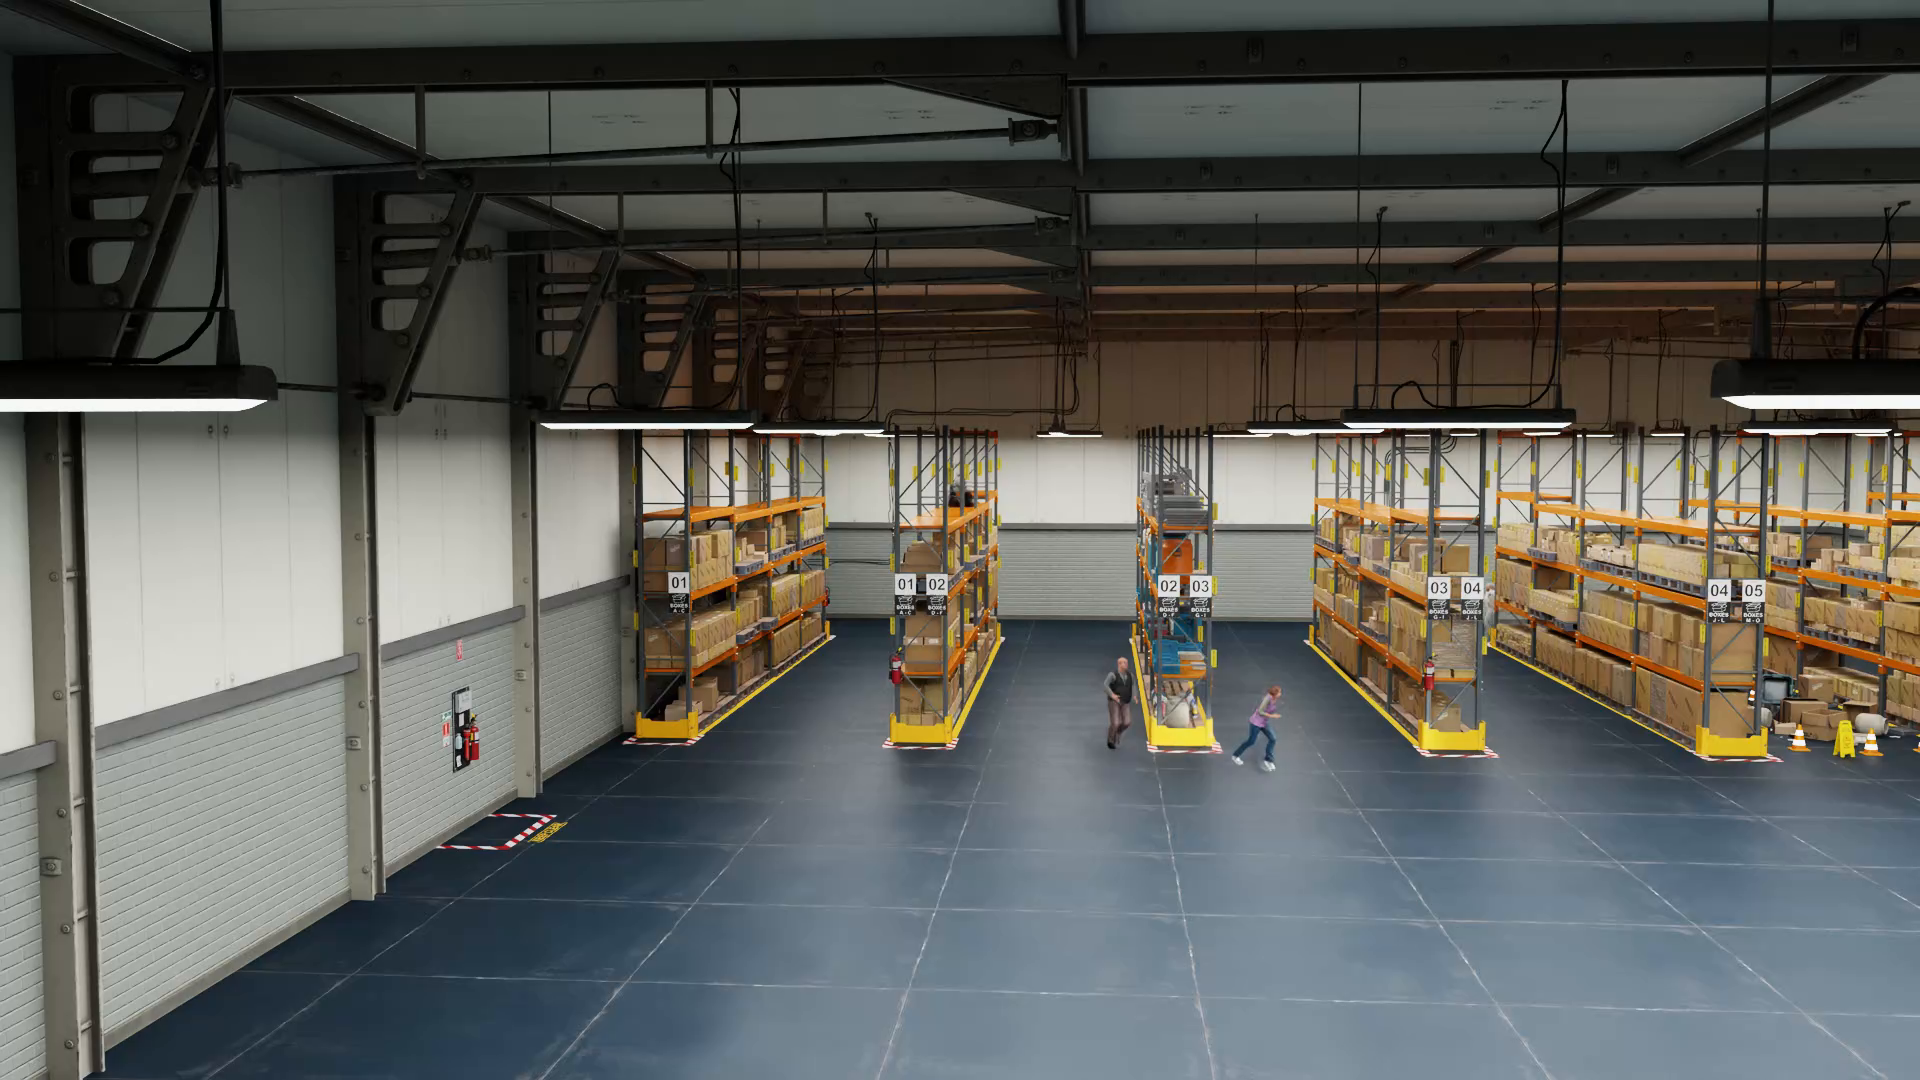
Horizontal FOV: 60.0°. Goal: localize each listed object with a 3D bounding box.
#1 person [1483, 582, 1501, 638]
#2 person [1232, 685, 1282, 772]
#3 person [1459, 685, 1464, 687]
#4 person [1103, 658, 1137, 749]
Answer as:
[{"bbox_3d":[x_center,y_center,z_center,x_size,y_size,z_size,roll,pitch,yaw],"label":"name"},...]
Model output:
[{"bbox_3d":[15.192,2.060,47.478,0.821,1.697,0.618,-1,3,-9],"label":"person"},{"bbox_3d":[5.172,3.250,28.889,0.898,1.539,0.579,2,4,32],"label":"person"},{"bbox_3d":[11.586,2.534,38.782,0.615,1.668,0.928,0,3,3],"label":"person"},{"bbox_3d":[3.013,3.033,30.879,0.728,1.675,0.497,-1,4,-20],"label":"person"}]
